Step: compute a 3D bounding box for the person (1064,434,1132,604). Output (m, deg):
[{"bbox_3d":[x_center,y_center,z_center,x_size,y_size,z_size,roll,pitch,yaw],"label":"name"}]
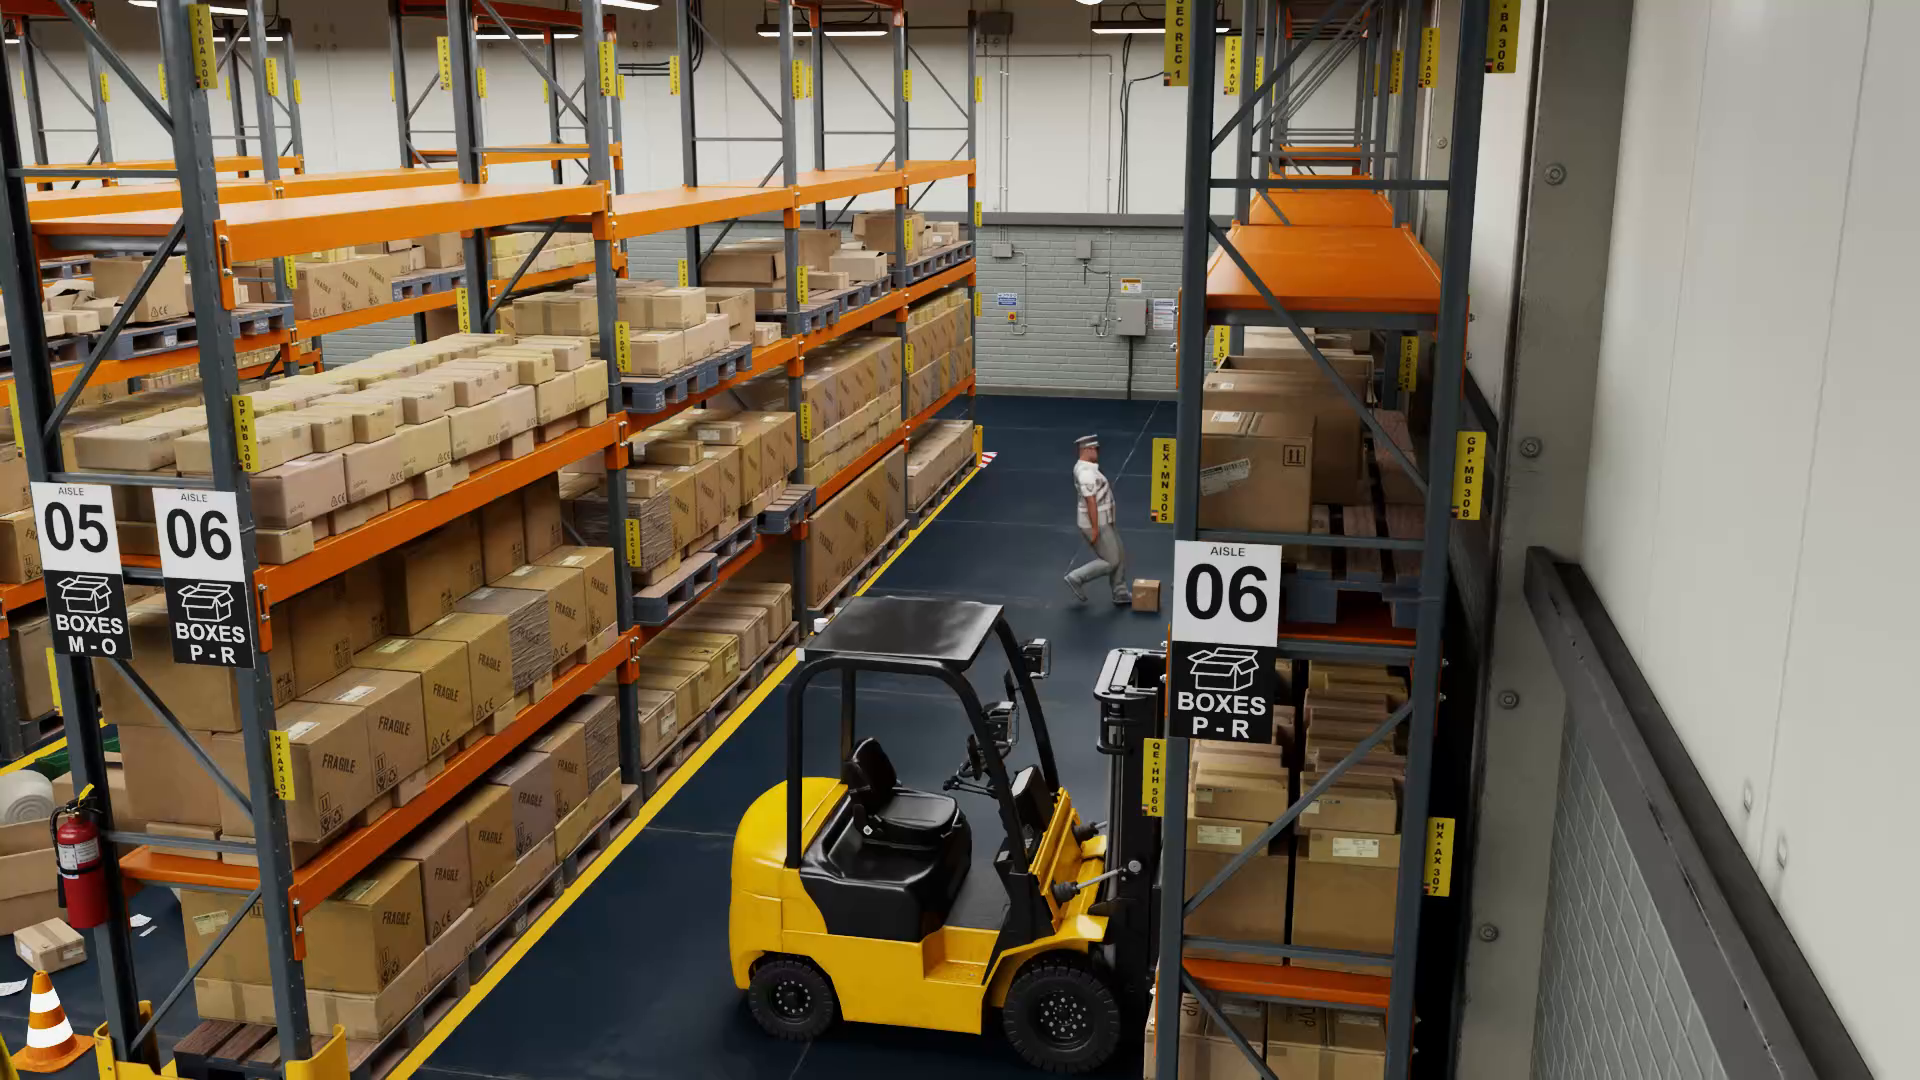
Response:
[{"bbox_3d":[1.439,-0.188,16.294,0.822,1.696,0.603,1,15,3],"label":"person"}]
